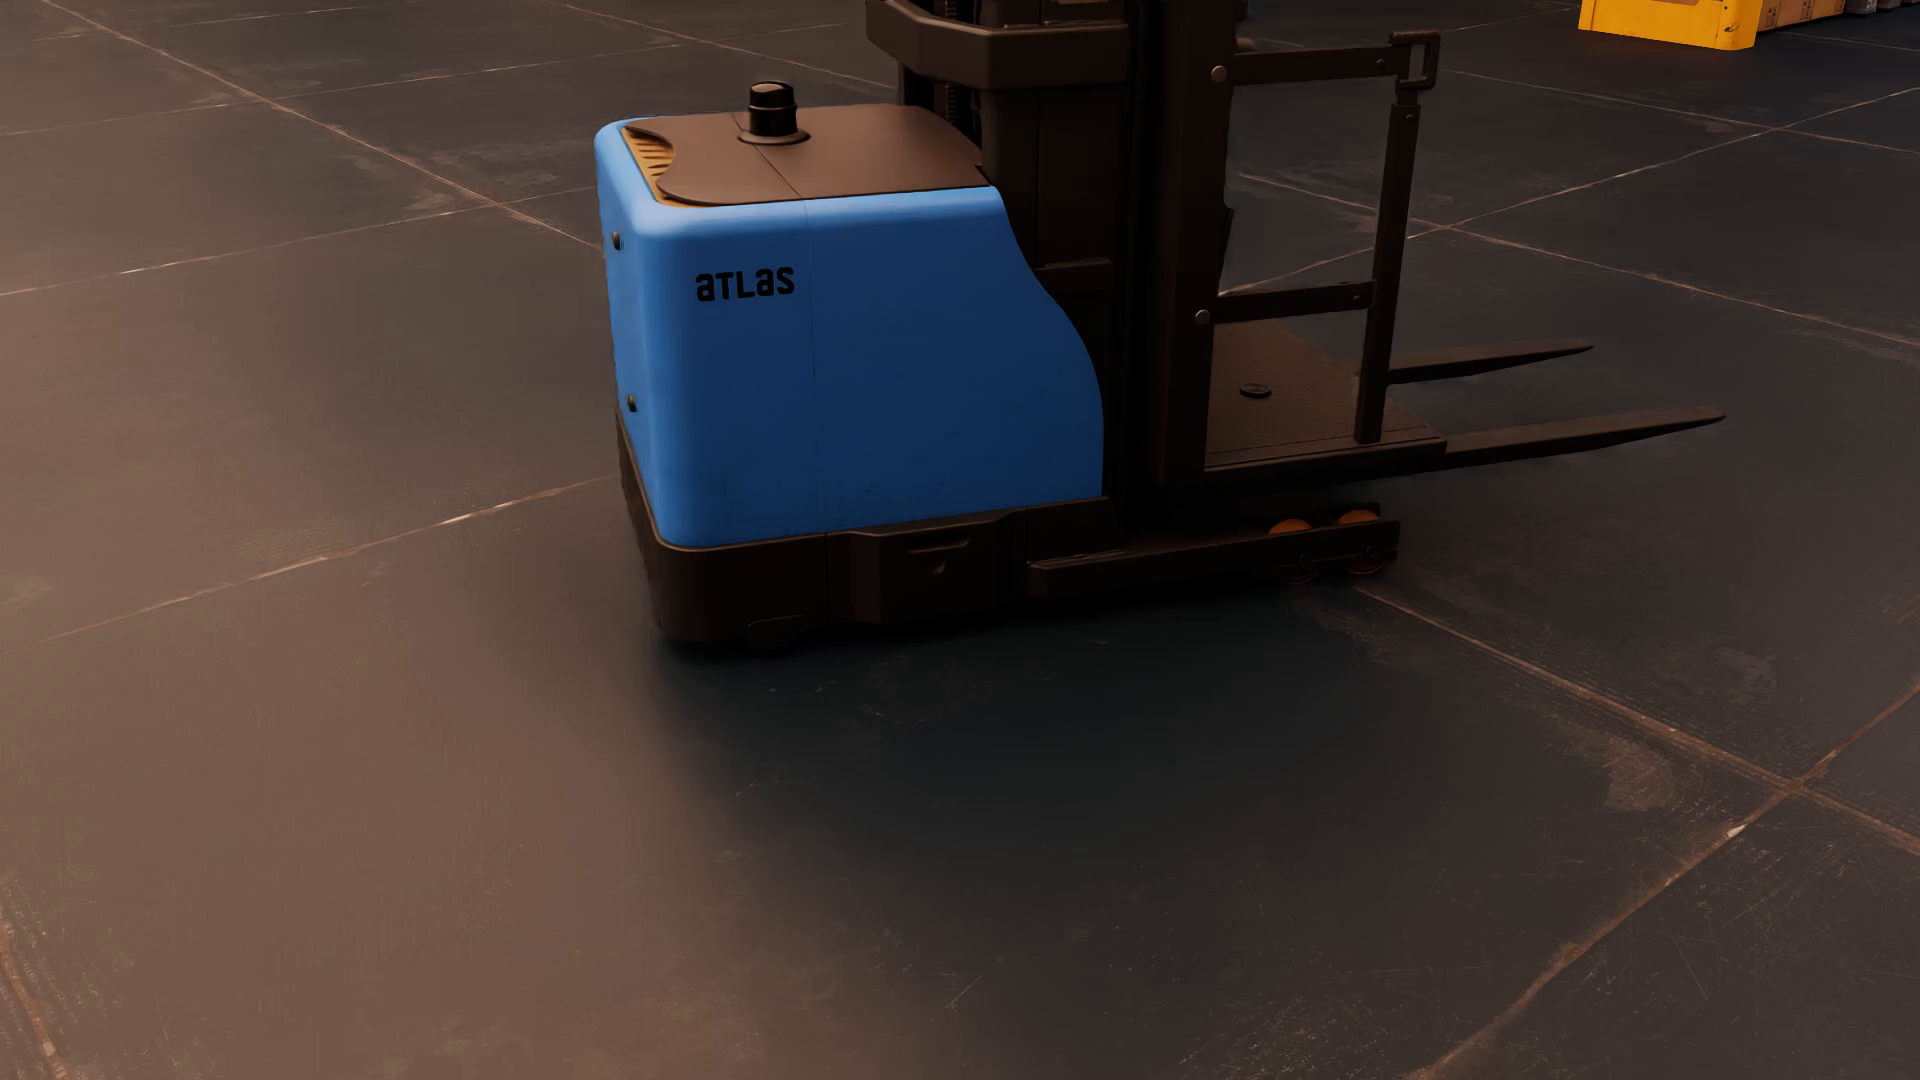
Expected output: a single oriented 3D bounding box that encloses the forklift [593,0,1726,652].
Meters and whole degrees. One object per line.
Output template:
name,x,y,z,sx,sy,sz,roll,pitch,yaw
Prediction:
forklift,0.629,-1.415,4.054,3.031,2.935,1.130,-8,27,-15
